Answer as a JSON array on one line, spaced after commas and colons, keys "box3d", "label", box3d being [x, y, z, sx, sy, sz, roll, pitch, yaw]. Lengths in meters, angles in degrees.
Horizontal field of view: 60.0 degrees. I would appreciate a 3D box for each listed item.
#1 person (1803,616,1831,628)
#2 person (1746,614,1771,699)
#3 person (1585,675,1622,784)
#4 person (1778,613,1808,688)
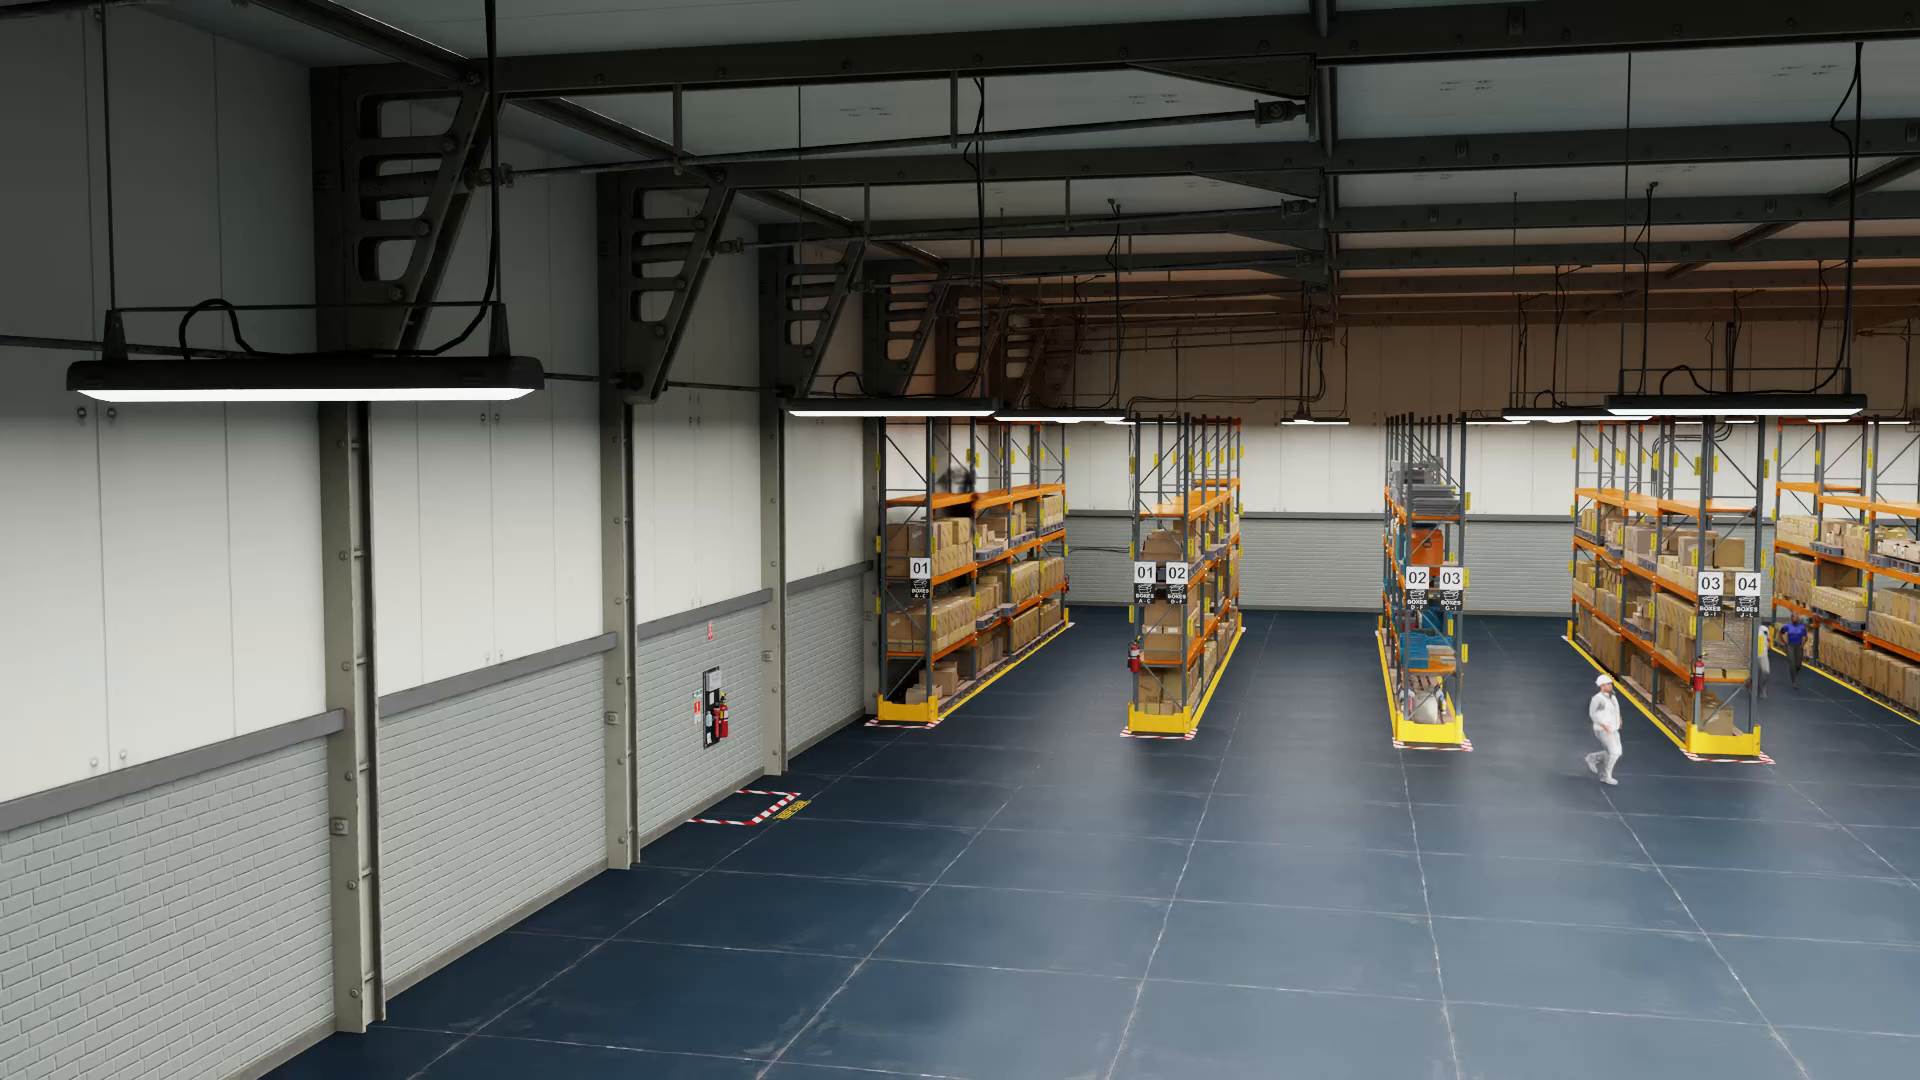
[{"box3d": [22.820, 1.841, 44.536, 1.006, 1.737, 0.714, 1, 4, 11], "label": "person"}, {"box3d": [16.910, 2.471, 35.283, 0.638, 1.834, 0.767, 1, 4, 10], "label": "person"}, {"box3d": [10.392, 3.045, 26.881, 0.660, 1.746, 0.580, -3, 5, -42], "label": "person"}, {"box3d": [18.433, 2.420, 36.778, 0.594, 1.643, 0.755, 1, 4, 12], "label": "person"}]
